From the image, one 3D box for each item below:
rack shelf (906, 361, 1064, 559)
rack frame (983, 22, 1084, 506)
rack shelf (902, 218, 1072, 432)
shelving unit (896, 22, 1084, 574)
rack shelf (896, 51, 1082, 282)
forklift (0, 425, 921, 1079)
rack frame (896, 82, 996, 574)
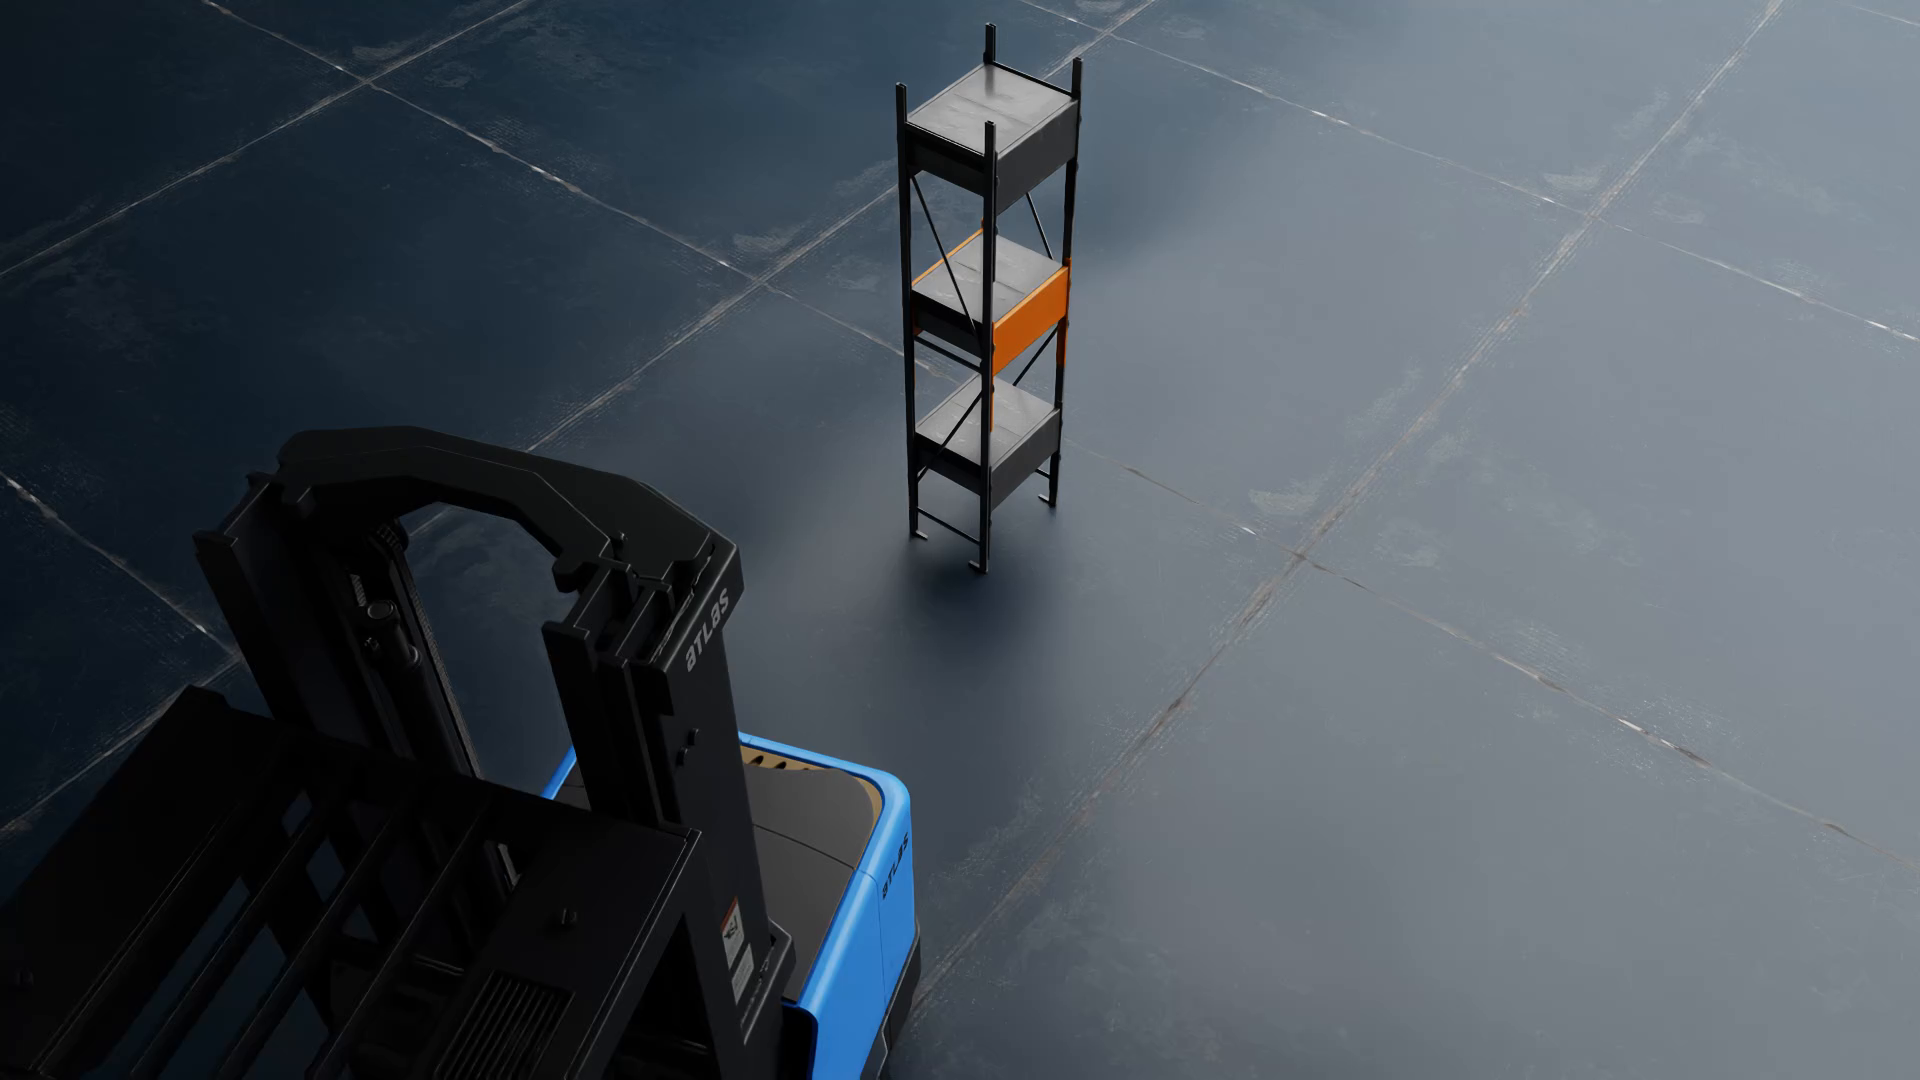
[{"bbox_3d":[0.101,-0.327,6.762,0.431,0.518,0.480,29,53,25],"label":"rack shelf"},{"bbox_3d":[0.250,-0.960,6.379,0.400,2.100,0.015,29,53,25],"label":"rack frame"},{"bbox_3d":[0.101,-0.811,6.256,0.431,0.518,0.480,29,53,25],"label":"rack shelf"},{"bbox_3d":[0.101,-0.820,6.246,0.431,2.100,0.503,29,53,25],"label":"shelving unit"},{"bbox_3d":[0.101,-1.294,5.750,0.431,0.518,0.480,29,53,25],"label":"rack shelf"},{"bbox_3d":[-1.071,1.319,3.628,1.130,2.935,3.031,13,48,12],"label":"forklift"},{"bbox_3d":[-0.048,-0.680,6.113,0.400,2.100,0.015,29,53,25],"label":"rack frame"}]
